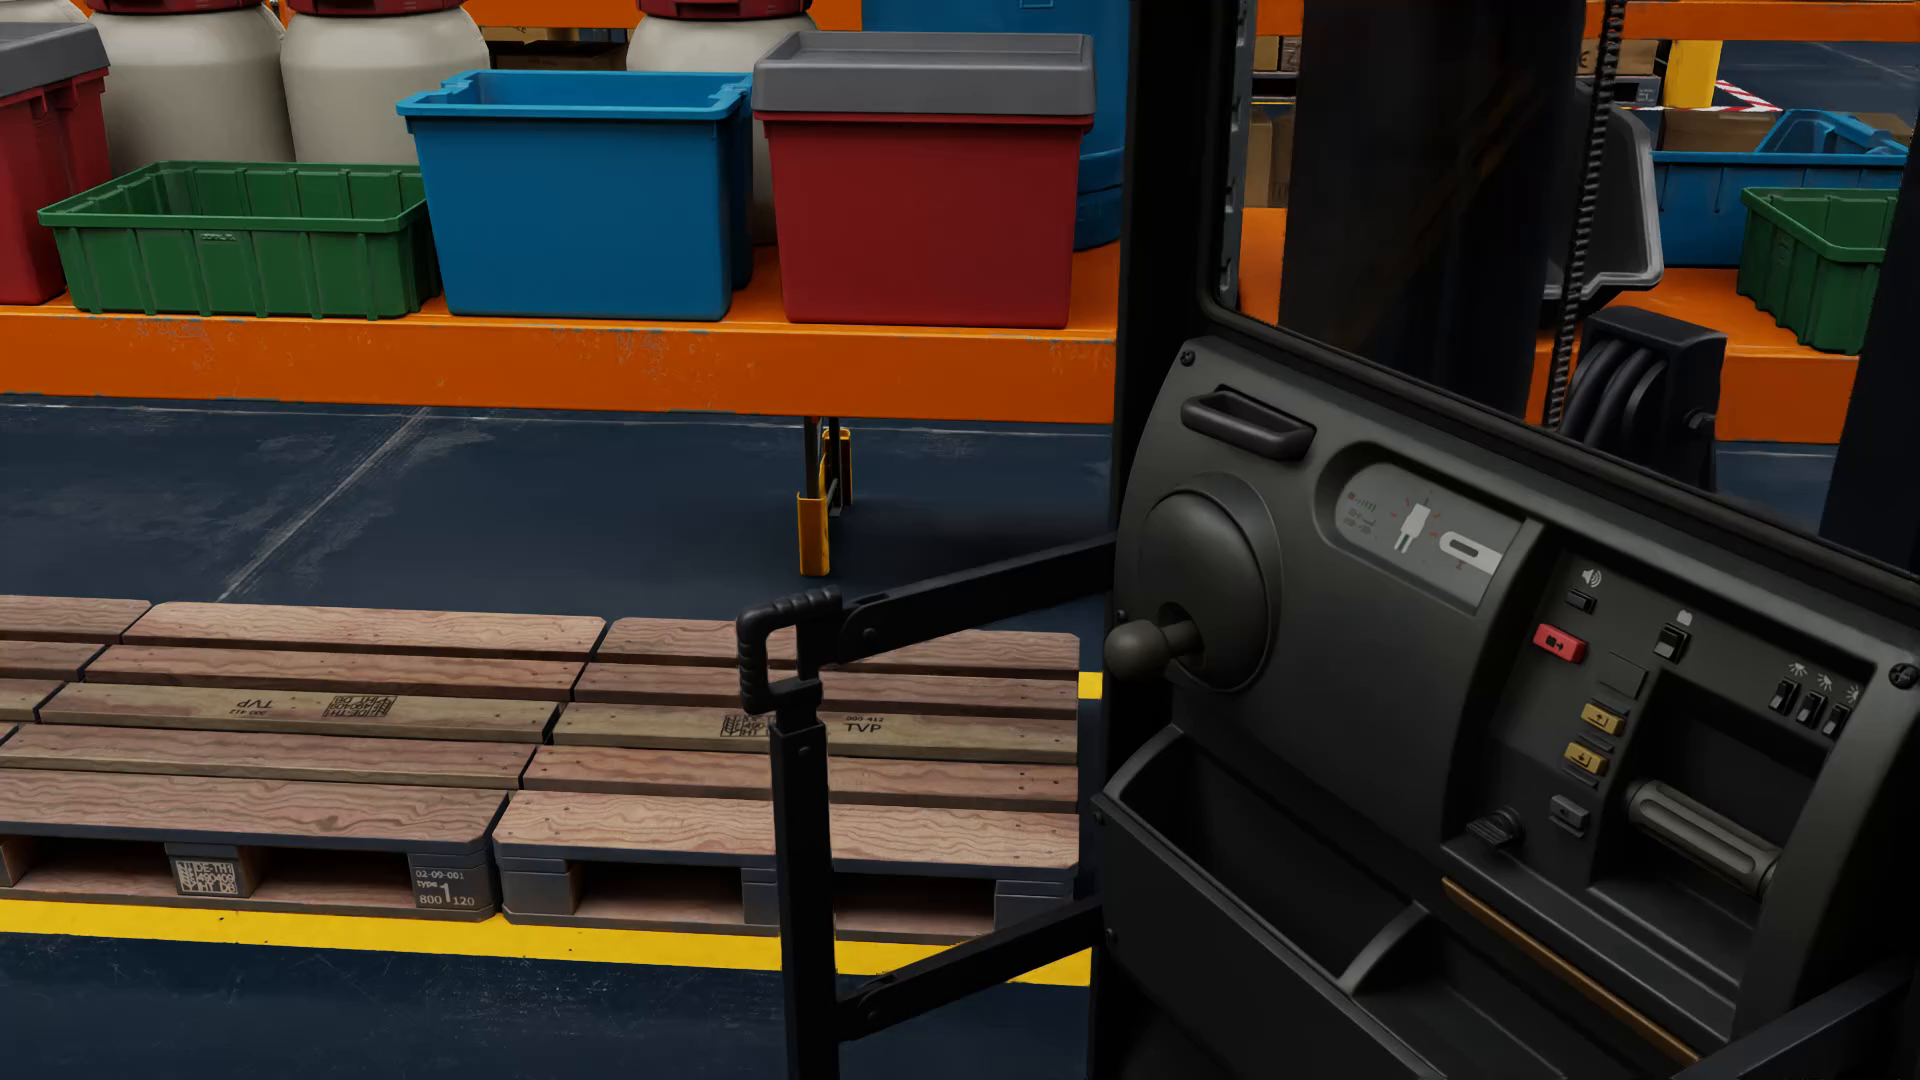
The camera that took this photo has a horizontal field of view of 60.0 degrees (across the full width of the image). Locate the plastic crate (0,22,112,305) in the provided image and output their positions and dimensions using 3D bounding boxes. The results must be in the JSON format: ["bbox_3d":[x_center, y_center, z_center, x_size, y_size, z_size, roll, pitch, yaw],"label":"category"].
[{"bbox_3d":[-1.944,-0.714,3.136,0.583,0.464,0.402,2,25,4],"label":"plastic crate"}]

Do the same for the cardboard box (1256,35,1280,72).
[{"bbox_3d":[1.938,-4.041,12.482,0.875,0.875,0.875,2,25,5],"label":"cardboard box"}]

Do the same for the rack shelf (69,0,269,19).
[{"bbox_3d":[-5.147,-2.666,8.315,4.000,0.370,1.077,2,25,4],"label":"rack shelf"}]

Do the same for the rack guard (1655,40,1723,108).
[{"bbox_3d":[5.328,-3.600,12.476,0.348,0.500,1.175,2,25,4],"label":"rack guard"}]

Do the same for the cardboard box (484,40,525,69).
[{"bbox_3d":[-2.482,-2.324,8.280,0.500,0.250,0.500,3,25,6],"label":"cardboard box"}]

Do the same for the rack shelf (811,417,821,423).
[{"bbox_3d":[0.085,-0.515,5.006,1.000,0.185,0.538,2,25,4],"label":"rack shelf"}]

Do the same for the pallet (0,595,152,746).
[{"bbox_3d":[-2.762,0.444,4.033,1.213,0.211,1.003,2,25,4],"label":"pallet"}]

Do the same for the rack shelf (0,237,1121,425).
[{"bbox_3d":[-1.538,-0.473,3.551,4.000,0.370,1.077,2,25,4],"label":"rack shelf"}]

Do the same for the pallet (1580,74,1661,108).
[{"bbox_3d":[4.501,-3.463,12.523,1.213,0.211,1.003,2,25,4],"label":"pallet"}]

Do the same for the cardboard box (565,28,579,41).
[{"bbox_3d":[-3.358,-4.177,13.226,0.500,0.500,0.500,1,25,2],"label":"cardboard box"}]

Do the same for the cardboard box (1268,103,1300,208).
[{"bbox_3d":[1.803,-1.811,8.085,0.500,0.500,0.500,10,27,21],"label":"cardboard box"}]

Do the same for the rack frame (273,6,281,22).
[{"bbox_3d":[-3.153,-2.928,8.026,0.127,3.000,1.000,2,25,4],"label":"rack frame"}]

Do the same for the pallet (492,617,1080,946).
[{"bbox_3d":[-0.330,0.522,3.864,1.213,0.211,1.003,2,25,4],"label":"pallet"}]

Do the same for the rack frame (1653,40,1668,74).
[{"bbox_3d":[5.304,-4.736,11.955,0.127,3.000,1.000,2,25,4],"label":"rack frame"}]

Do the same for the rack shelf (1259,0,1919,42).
[{"bbox_3d":[2.830,-2.410,7.759,4.000,0.370,1.077,2,25,4],"label":"rack shelf"}]

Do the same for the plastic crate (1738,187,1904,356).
[{"bbox_3d":[1.788,-0.479,2.955,0.662,0.188,0.450,2,25,4],"label":"plastic crate"}]

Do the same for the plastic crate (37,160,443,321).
[{"bbox_3d":[-1.302,-0.578,3.171,0.662,0.188,0.450,2,25,4],"label":"plastic crate"}]

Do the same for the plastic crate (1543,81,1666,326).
[{"bbox_3d":[0.969,-0.638,3.123,0.504,0.338,0.767,2,25,4],"label":"plastic crate"}]

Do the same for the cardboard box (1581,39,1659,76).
[{"bbox_3d":[4.623,-3.956,12.299,0.875,0.875,0.875,2,25,4],"label":"cardboard box"}]

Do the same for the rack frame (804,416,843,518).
[{"bbox_3d":[-0.422,-0.695,4.966,0.032,1.500,0.500,2,25,4],"label":"rack frame"}]

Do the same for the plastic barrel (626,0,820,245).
[{"bbox_3d":[-0.481,-0.920,3.498,0.433,0.535,0.433,0,25,0],"label":"plastic barrel"}]

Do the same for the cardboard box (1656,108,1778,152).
[{"bbox_3d":[3.604,-1.759,7.973,0.500,0.500,0.500,8,26,18],"label":"cardboard box"}]

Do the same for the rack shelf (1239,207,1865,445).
[{"bbox_3d":[2.450,-0.345,3.272,4.000,0.370,1.077,2,25,4],"label":"rack shelf"}]

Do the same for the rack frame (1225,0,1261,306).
[{"bbox_3d":[0.456,-0.736,3.261,0.127,3.000,1.000,2,25,4],"label":"rack frame"}]

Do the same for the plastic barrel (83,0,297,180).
[{"bbox_3d":[-1.644,-0.957,3.579,0.433,0.535,0.433,0,25,0],"label":"plastic barrel"}]

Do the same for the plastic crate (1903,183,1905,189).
[{"bbox_3d":[2.095,-0.670,3.433,0.437,0.136,0.530,2,25,4],"label":"plastic crate"}]

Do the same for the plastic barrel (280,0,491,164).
[{"bbox_3d":[-1.212,-0.943,3.549,0.433,0.535,0.433,0,25,0],"label":"plastic barrel"}]

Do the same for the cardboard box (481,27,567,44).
[{"bbox_3d":[-3.348,-3.960,12.755,0.500,0.500,0.500,2,25,4],"label":"cardboard box"}]

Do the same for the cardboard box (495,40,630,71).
[{"bbox_3d":[-1.953,-2.312,8.252,0.500,0.250,0.500,5,25,10],"label":"cardboard box"}]

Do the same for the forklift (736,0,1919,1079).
[{"bbox_3d":[0.291,0.092,1.543,3.031,2.935,1.130,-14,28,-28],"label":"forklift"}]

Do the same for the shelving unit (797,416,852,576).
[{"bbox_3d":[0.076,-0.679,4.931,1.083,1.500,0.587,2,25,4],"label":"shelving unit"}]

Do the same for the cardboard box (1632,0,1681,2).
[{"bbox_3d":[3.020,-2.486,7.364,0.250,0.149,0.380,2,25,4],"label":"cardboard box"}]

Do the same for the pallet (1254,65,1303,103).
[{"bbox_3d":[2.068,-3.541,12.692,1.213,0.211,1.003,2,25,4],"label":"pallet"}]

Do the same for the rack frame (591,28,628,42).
[{"bbox_3d":[-2.672,-4.992,12.511,0.127,3.000,1.000,2,25,4],"label":"rack frame"}]

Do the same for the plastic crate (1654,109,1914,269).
[{"bbox_3d":[1.581,-0.746,3.461,0.616,0.251,0.499,2,25,4],"label":"plastic crate"}]

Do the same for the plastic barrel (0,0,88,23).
[{"bbox_3d":[-2.070,-0.957,3.609,0.421,0.512,0.421,0,25,0],"label":"plastic barrel"}]

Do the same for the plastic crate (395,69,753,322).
[{"bbox_3d":[-0.667,-0.634,3.059,0.575,0.384,0.392,2,25,4],"label":"plastic crate"}]

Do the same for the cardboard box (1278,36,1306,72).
[{"bbox_3d":[2.837,-4.013,12.423,0.875,0.875,0.875,2,25,4],"label":"cardboard box"}]

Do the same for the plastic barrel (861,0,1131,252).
[{"bbox_3d":[0.094,-1.102,3.458,0.708,0.901,0.600,2,25,4],"label":"plastic barrel"}]

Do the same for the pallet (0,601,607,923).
[{"bbox_3d":[-1.549,0.484,3.946,1.213,0.211,1.003,2,25,4],"label":"pallet"}]

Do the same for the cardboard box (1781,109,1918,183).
[{"bbox_3d":[4.202,-1.755,7.963,0.500,0.500,0.500,6,25,14],"label":"cardboard box"}]

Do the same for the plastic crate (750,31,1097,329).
[{"bbox_3d":[-0.050,-0.653,3.004,0.583,0.464,0.402,2,25,4],"label":"plastic crate"}]

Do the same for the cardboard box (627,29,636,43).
[{"bbox_3d":[-2.072,-4.104,12.770,0.750,0.750,1.050,2,25,3],"label":"cardboard box"}]

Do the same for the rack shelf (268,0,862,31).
[{"bbox_3d":[-1.159,-2.538,8.037,4.000,0.370,1.077,2,25,4],"label":"rack shelf"}]

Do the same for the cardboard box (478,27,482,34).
[{"bbox_3d":[-3.866,-3.978,12.794,0.500,0.500,0.500,3,25,6],"label":"cardboard box"}]

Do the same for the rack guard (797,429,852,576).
[{"bbox_3d":[-0.421,-0.127,5.227,0.087,0.250,0.587,2,25,4],"label":"rack guard"}]

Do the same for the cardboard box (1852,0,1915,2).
[{"bbox_3d":[4.021,-2.476,7.343,0.250,0.149,0.380,2,25,4],"label":"cardboard box"}]

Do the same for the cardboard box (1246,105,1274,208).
[{"bbox_3d":[1.231,-1.826,8.118,0.500,0.500,0.500,1,25,2],"label":"cardboard box"}]
